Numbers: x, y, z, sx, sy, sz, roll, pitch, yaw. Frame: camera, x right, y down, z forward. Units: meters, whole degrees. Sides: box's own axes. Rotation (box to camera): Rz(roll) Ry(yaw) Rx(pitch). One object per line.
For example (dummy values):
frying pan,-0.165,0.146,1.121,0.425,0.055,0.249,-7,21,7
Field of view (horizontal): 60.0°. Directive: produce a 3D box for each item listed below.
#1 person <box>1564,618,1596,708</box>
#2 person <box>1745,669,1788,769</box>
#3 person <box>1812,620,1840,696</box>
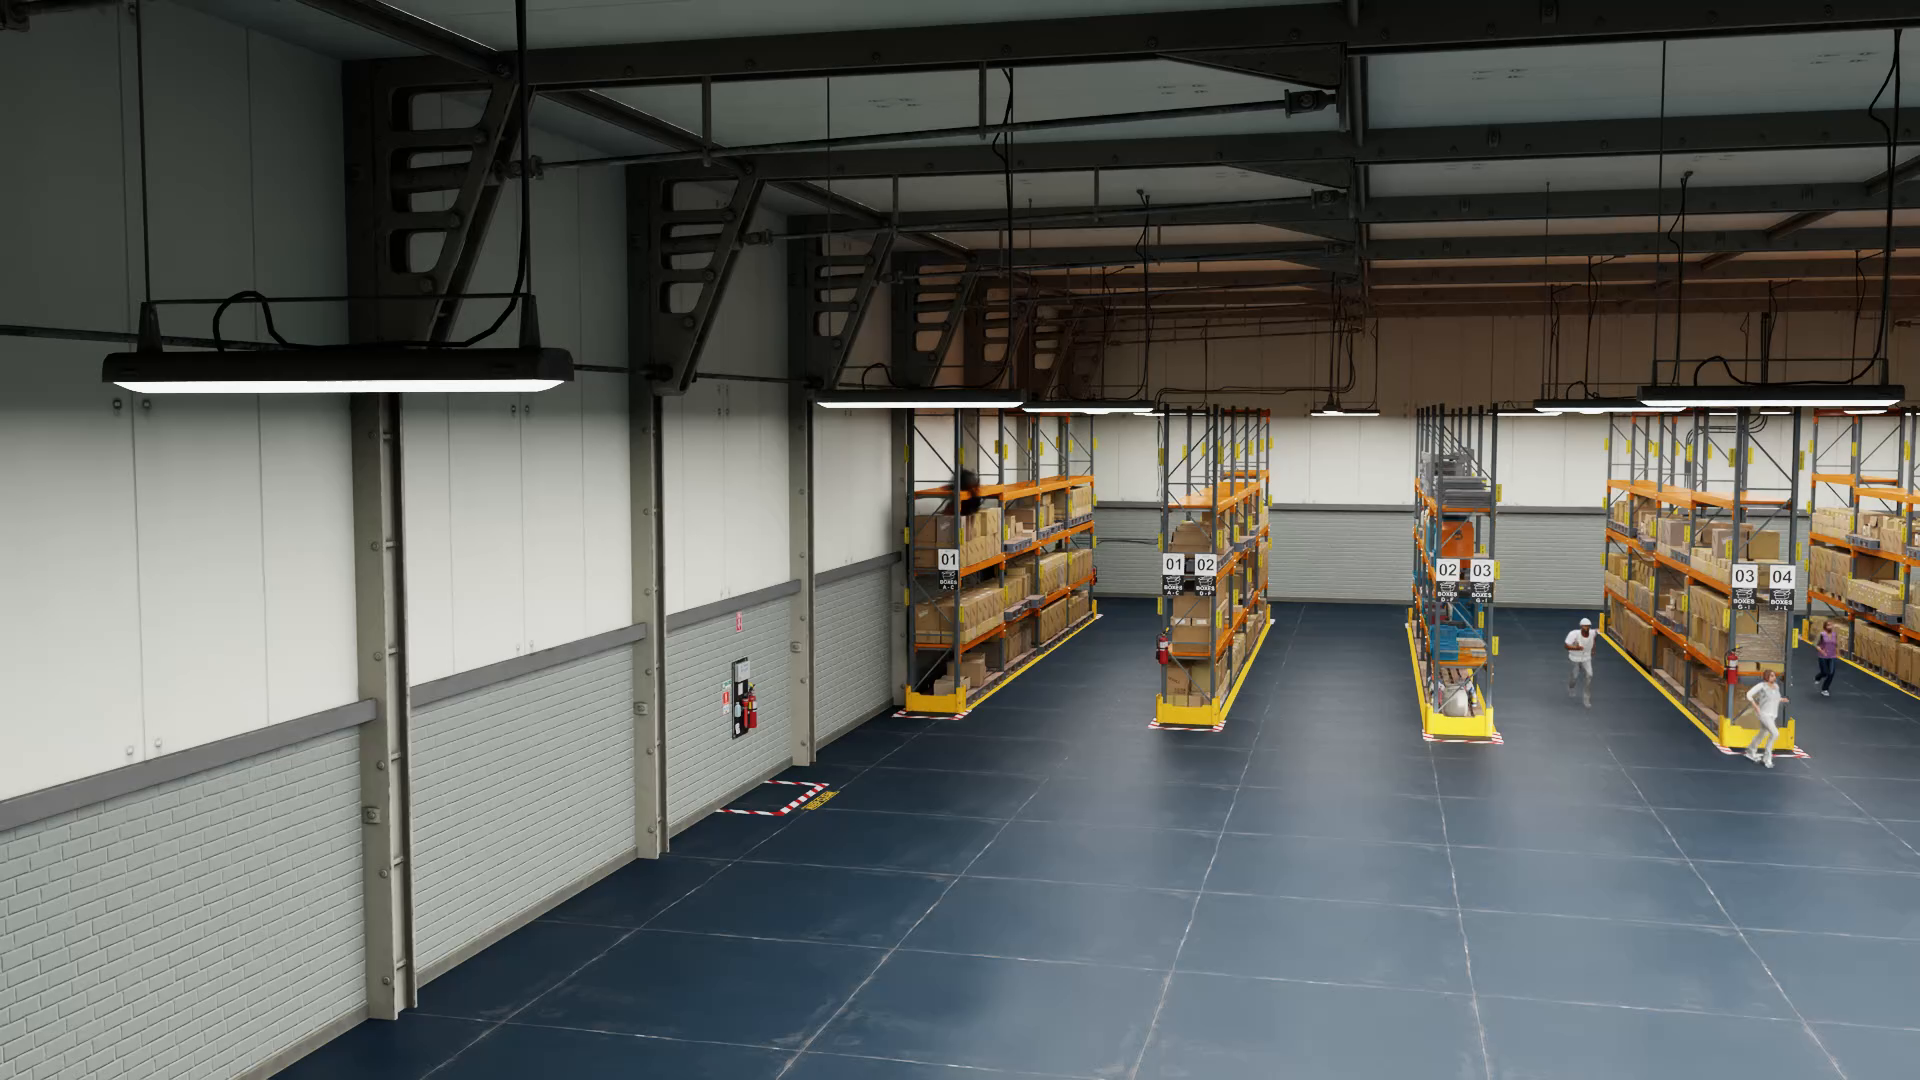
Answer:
person,12.451,2.431,33.434,0.694,1.774,1.006,0,4,4
person,13.321,2.941,27.449,0.506,1.641,0.704,-2,5,-30
person,17.965,2.436,34.484,0.534,1.553,0.525,0,4,3
